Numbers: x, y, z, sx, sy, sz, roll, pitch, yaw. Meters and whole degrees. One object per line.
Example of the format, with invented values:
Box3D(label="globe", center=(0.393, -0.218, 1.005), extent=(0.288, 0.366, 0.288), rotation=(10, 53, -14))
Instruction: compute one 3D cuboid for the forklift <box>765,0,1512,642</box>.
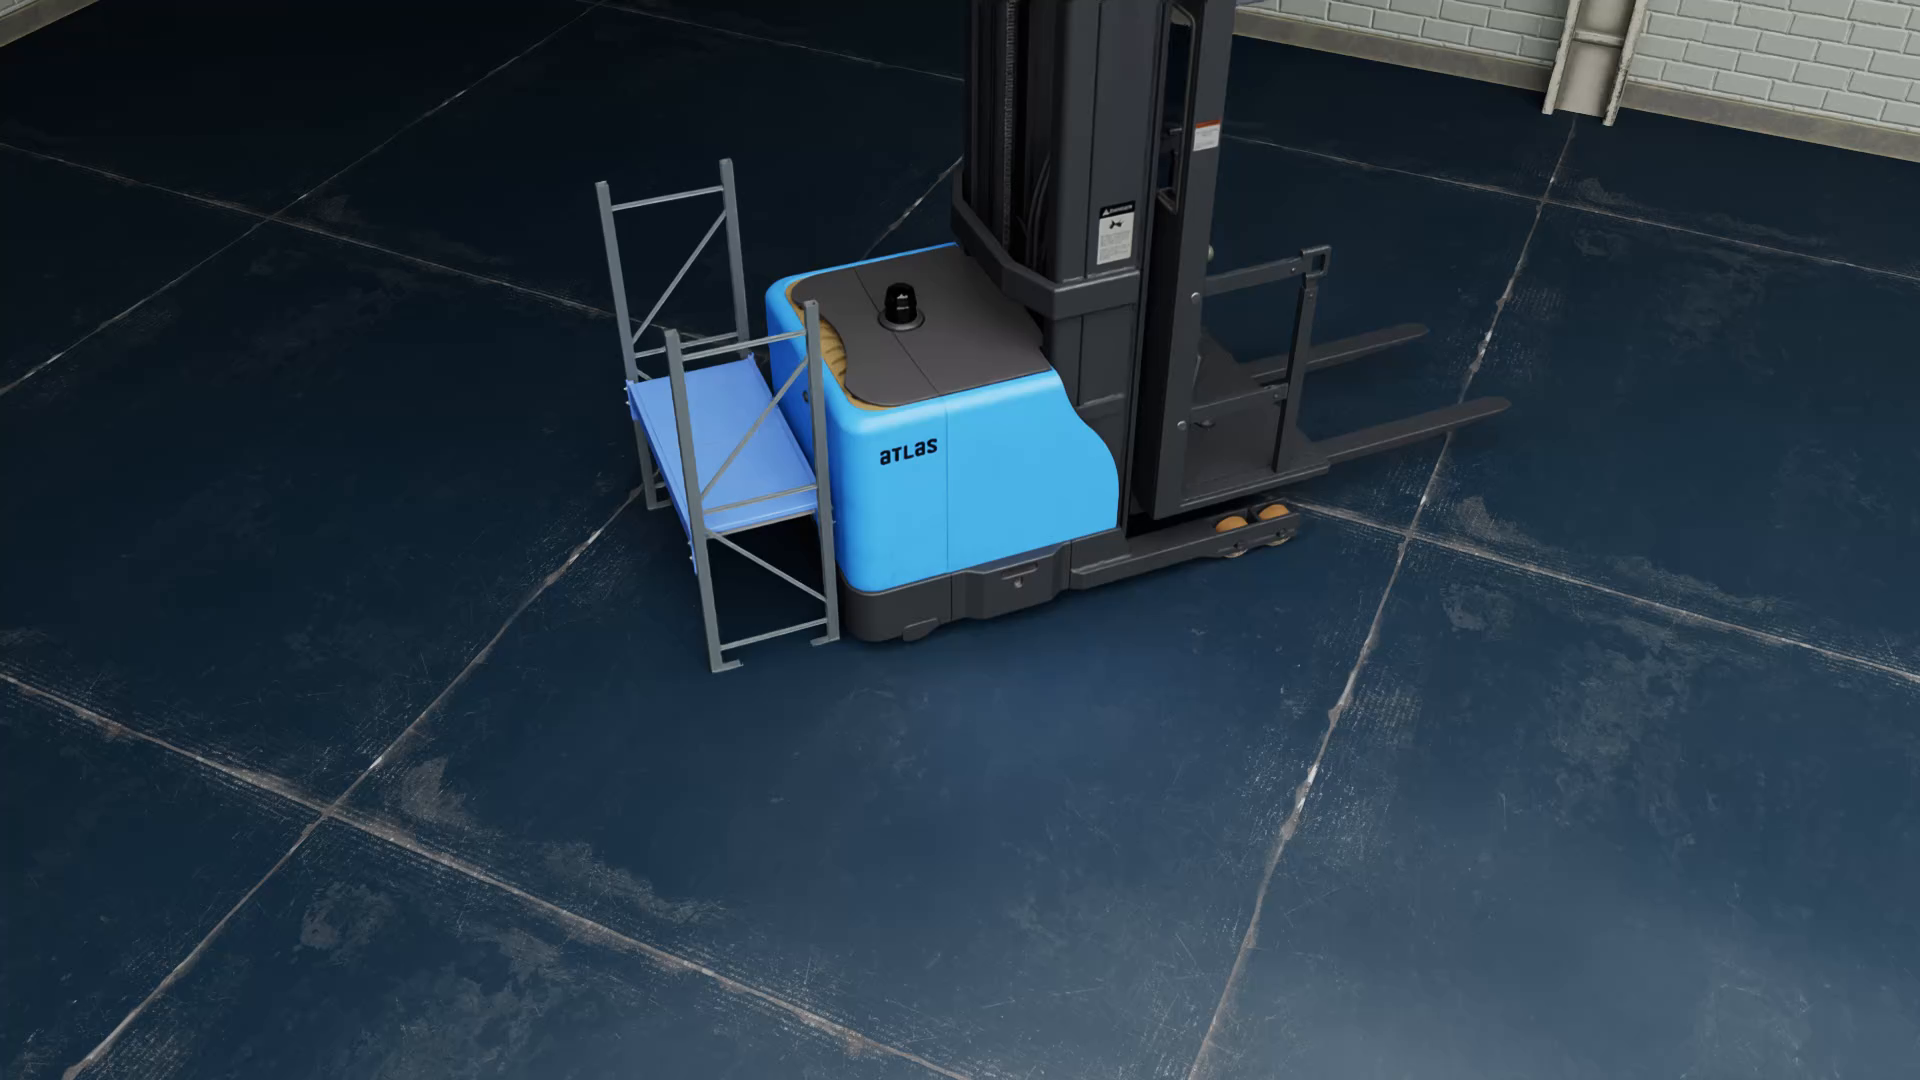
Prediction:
Box3D(label="forklift", center=(0.822, -1.343, 6.062), extent=(3.031, 2.935, 1.130), rotation=(-15, 43, -17))

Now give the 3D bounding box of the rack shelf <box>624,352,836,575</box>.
Box3D(label="rack shelf", center=(-0.879, -0.312, 6.240), extent=(0.538, 0.185, 1.000), rotation=(-14, 43, -16))

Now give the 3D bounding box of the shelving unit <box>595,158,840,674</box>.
Box3D(label="shelving unit", center=(-0.879, -0.448, 6.122), extent=(0.538, 1.500, 1.048), rotation=(-14, 43, -16))

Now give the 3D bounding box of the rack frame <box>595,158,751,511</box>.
Box3D(label="rack frame", center=(-1.065, -0.758, 6.479), extent=(0.500, 1.500, 0.032), rotation=(-14, 43, -16))

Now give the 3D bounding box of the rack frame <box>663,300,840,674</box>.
Box3D(label="rack frame", center=(-0.693, -0.138, 5.764), extent=(0.500, 1.500, 0.032), rotation=(-14, 43, -16))

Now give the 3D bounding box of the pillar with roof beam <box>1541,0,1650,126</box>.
Box3D(label="pillar with roof beam", center=(1.779, -3.347, 3.742), extent=(0.400, 9.000, 9.100), rotation=(17, 44, 19))
